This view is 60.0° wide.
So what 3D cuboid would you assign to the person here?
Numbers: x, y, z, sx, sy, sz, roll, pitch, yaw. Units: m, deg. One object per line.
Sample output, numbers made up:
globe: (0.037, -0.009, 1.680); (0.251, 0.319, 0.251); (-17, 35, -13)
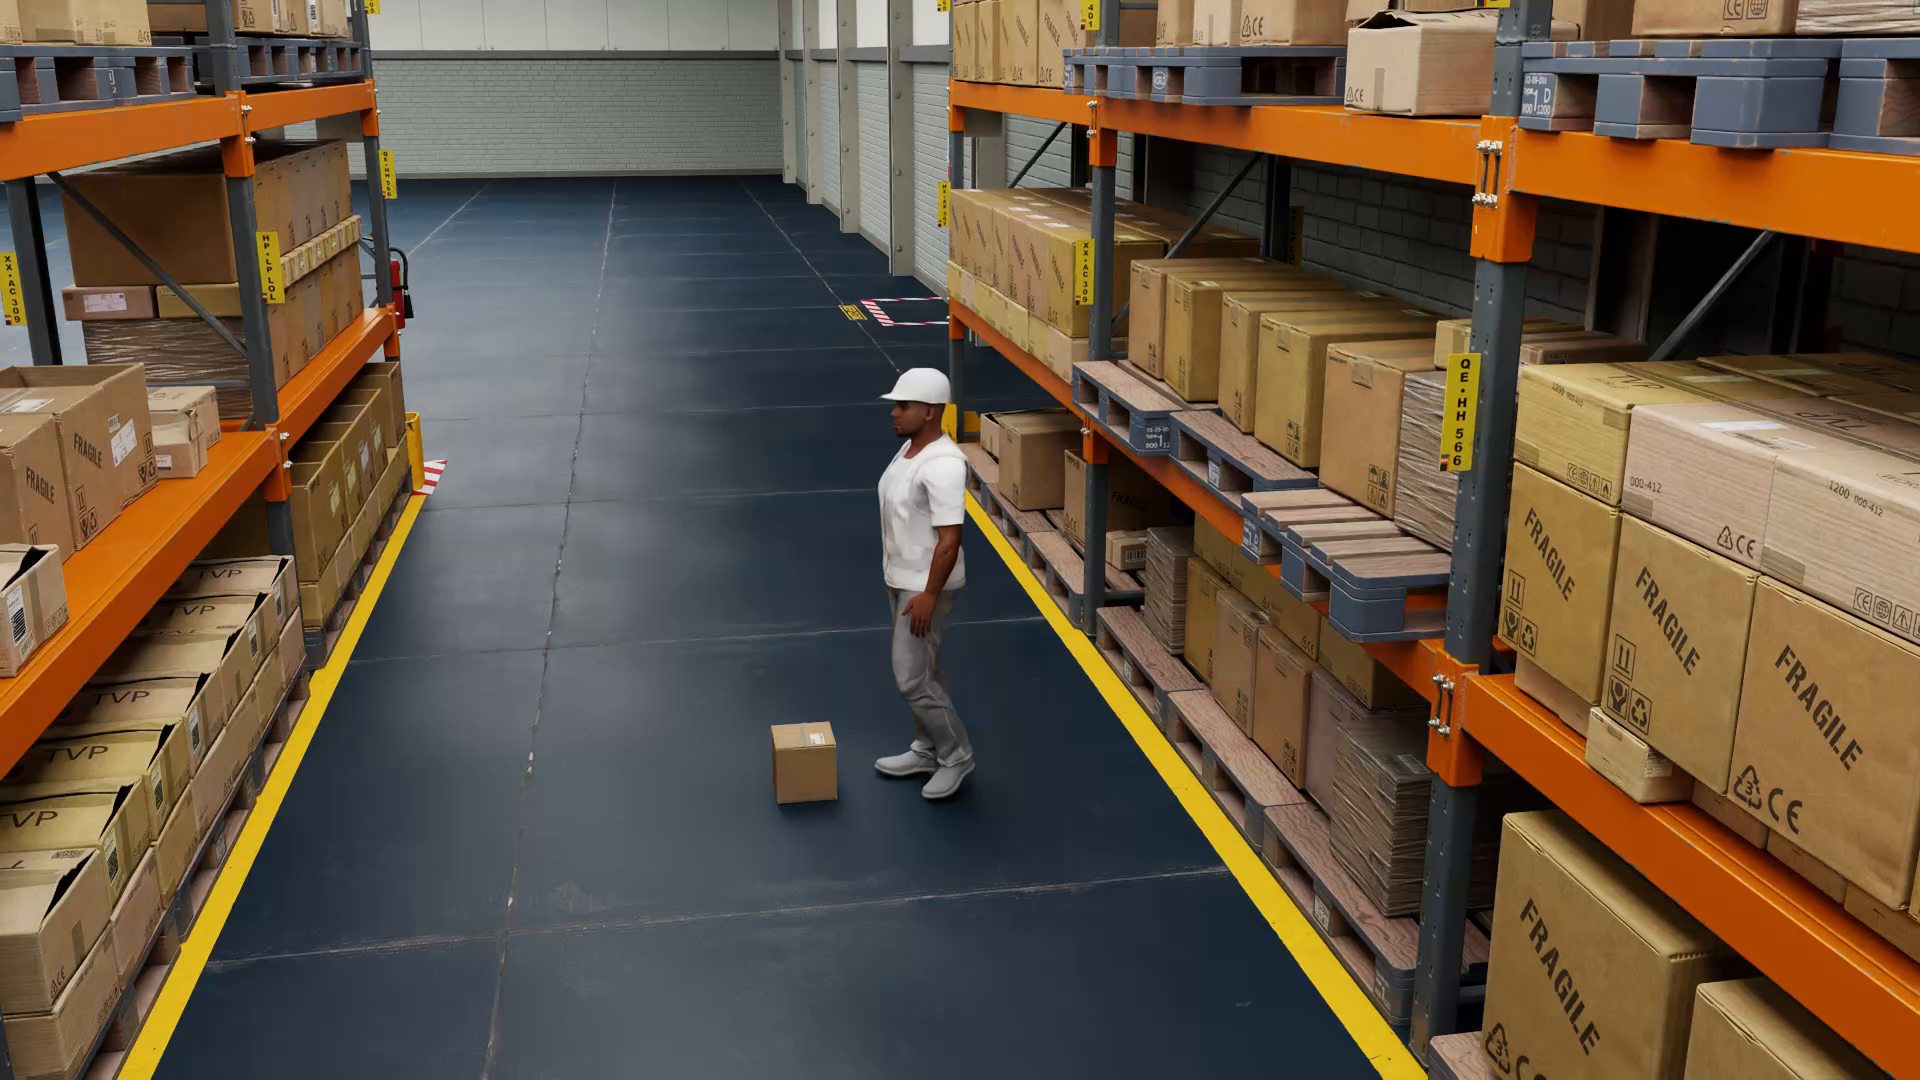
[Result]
person: (-0.148, 0.168, 6.857); (0.393, 1.766, 0.583); (-4, 17, -15)
